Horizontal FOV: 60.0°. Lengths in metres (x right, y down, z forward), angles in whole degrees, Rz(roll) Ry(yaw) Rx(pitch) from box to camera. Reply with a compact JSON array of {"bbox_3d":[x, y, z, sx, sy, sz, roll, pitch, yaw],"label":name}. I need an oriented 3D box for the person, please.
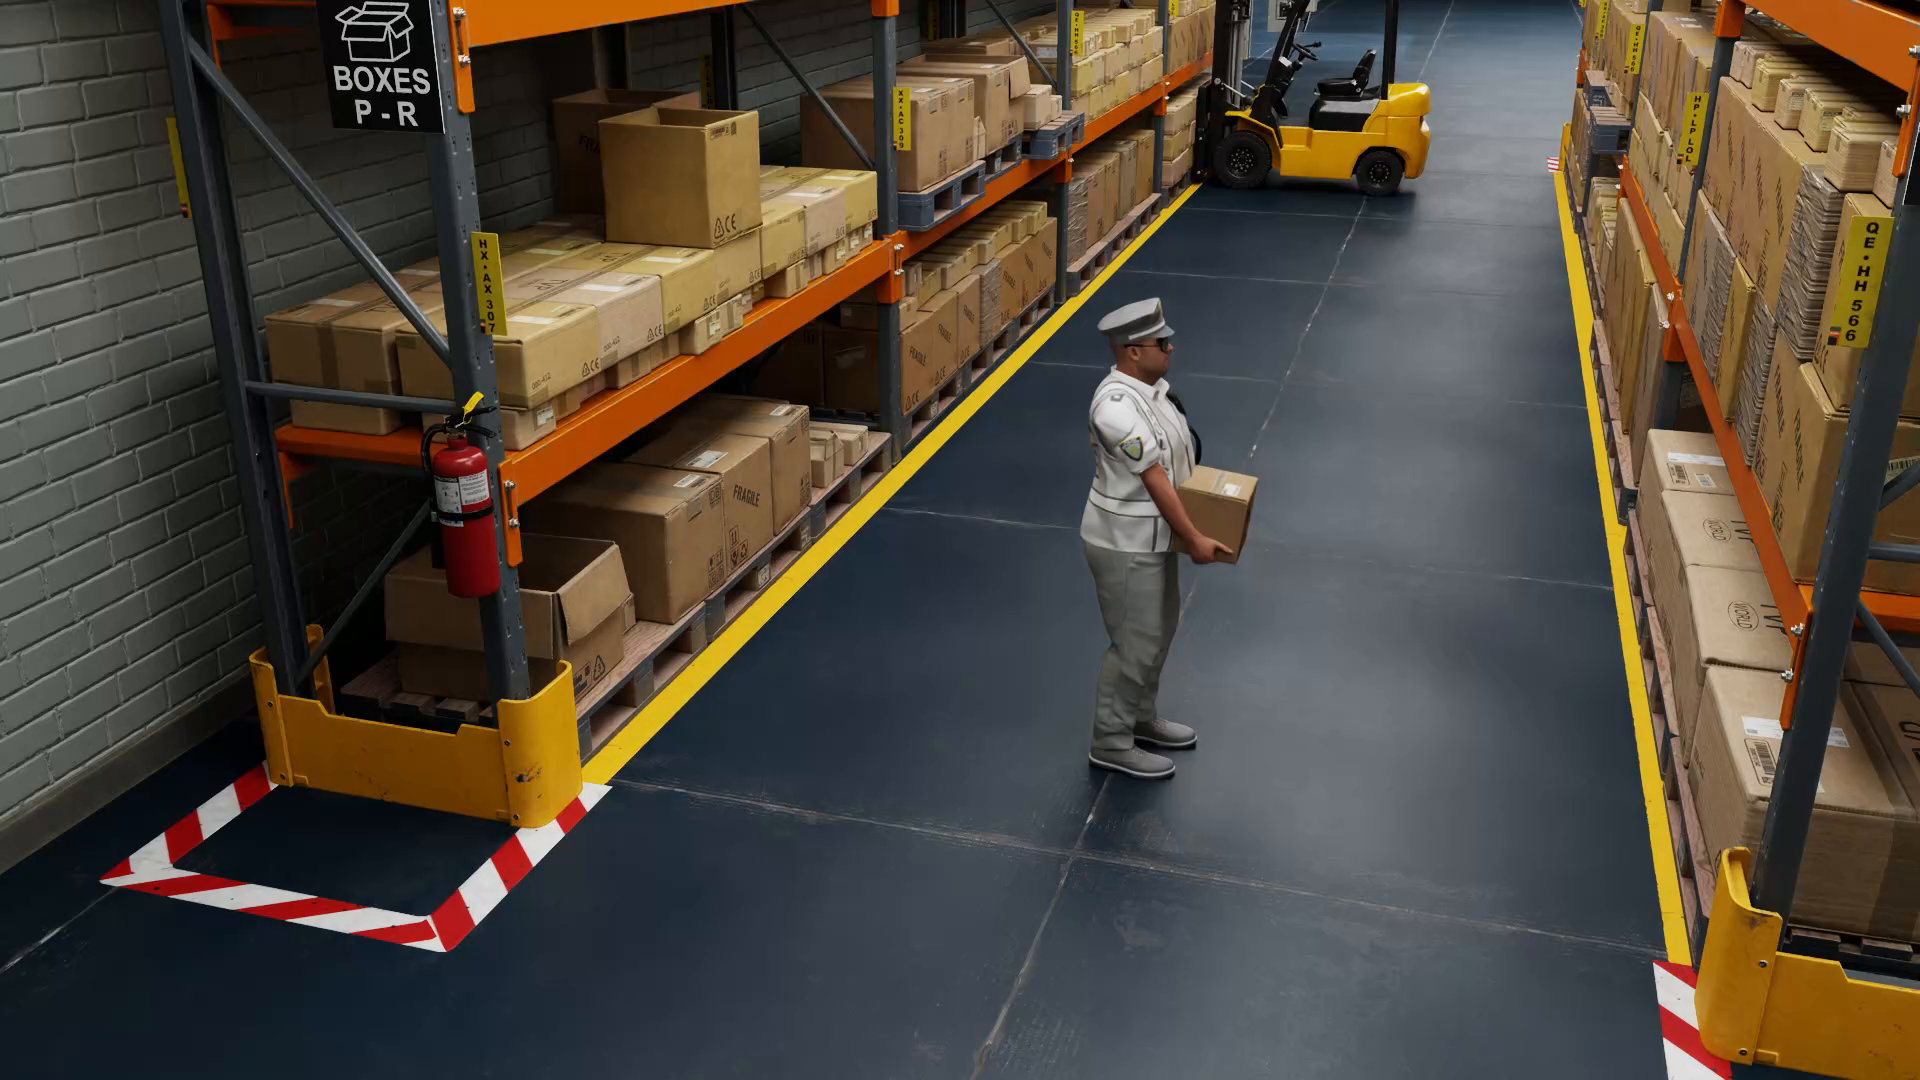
[{"bbox_3d":[0.734,-0.008,6.079,0.566,1.771,0.490,7,23,16],"label":"person"}]
